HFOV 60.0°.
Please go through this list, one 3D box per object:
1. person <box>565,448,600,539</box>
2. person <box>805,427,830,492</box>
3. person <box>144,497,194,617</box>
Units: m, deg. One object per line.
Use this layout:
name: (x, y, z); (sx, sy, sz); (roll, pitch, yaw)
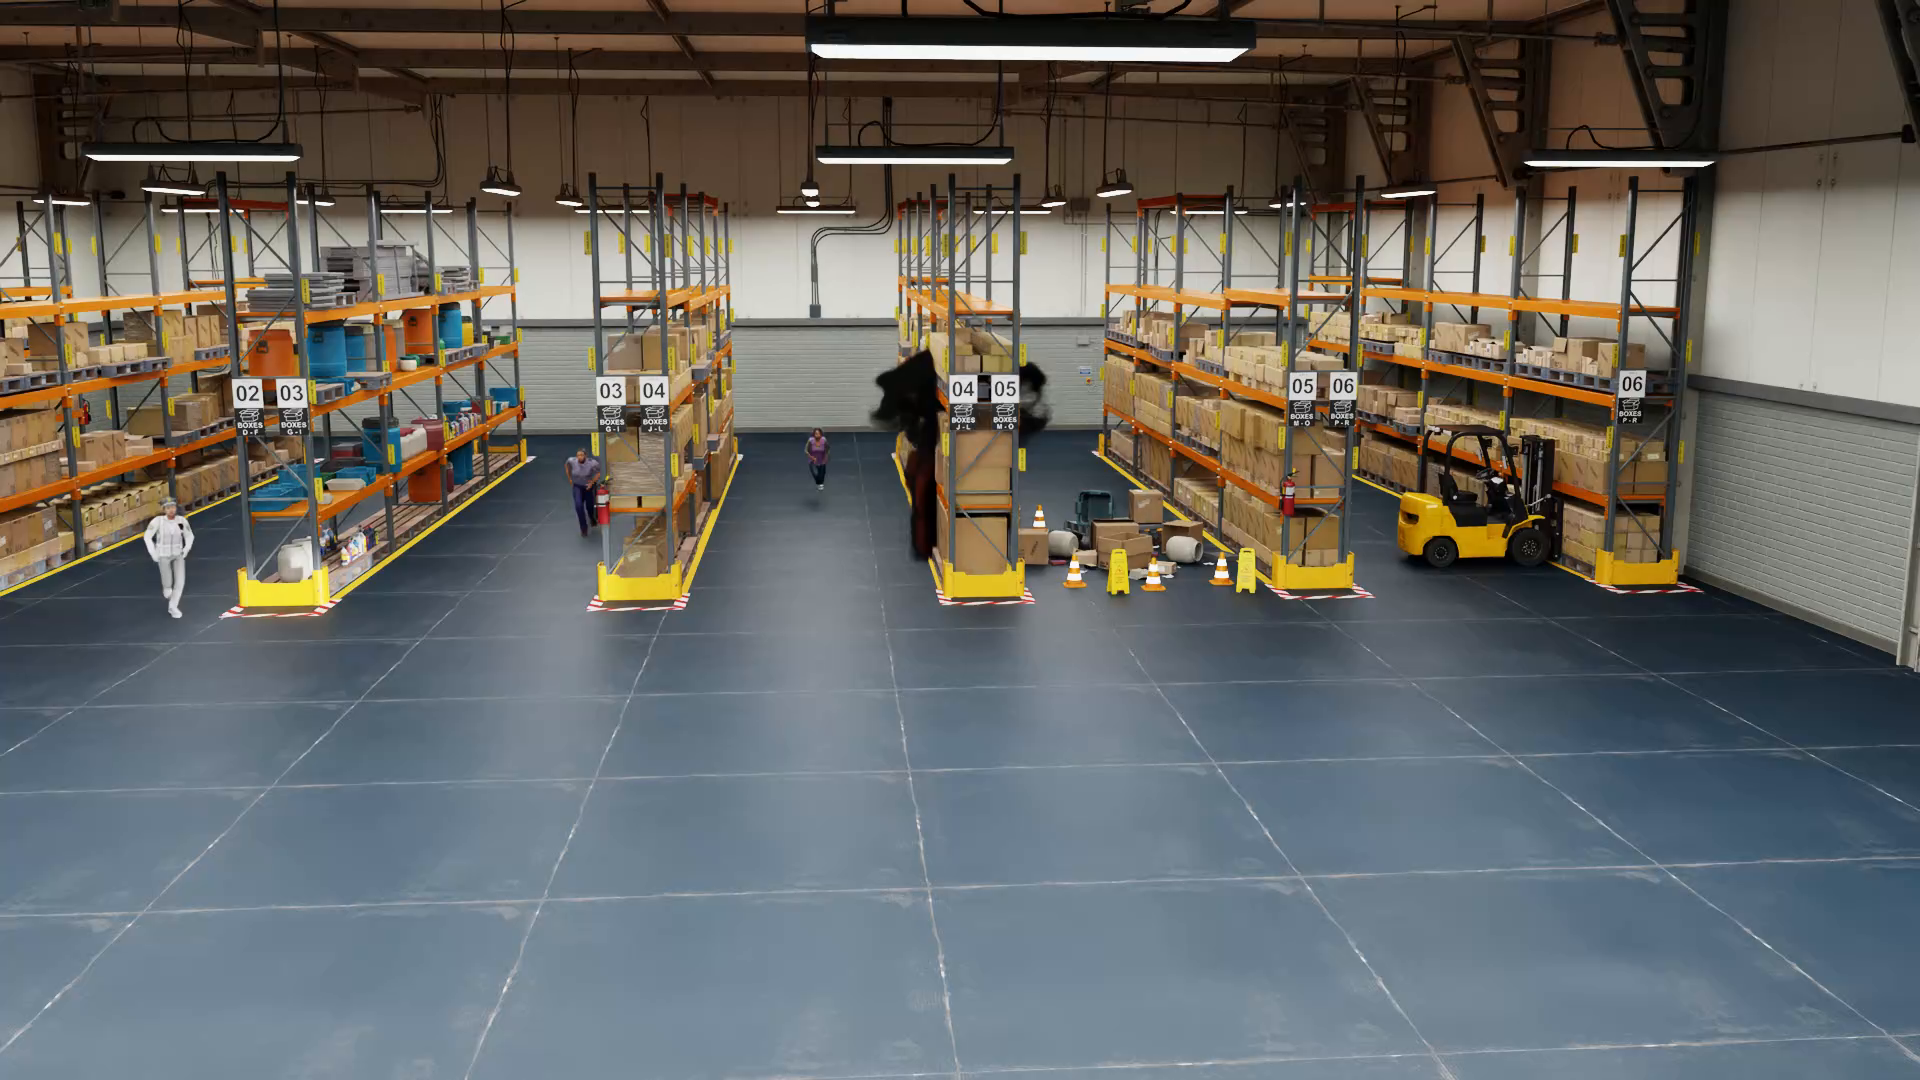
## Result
person: (-6.583, -0.855, 29.219); (0.641, 1.598, 0.962); (0, 10, -1)
person: (-2.807, -1.572, 32.746); (0.504, 1.341, 0.695); (-1, 10, -7)
person: (-10.839, 0.211, 22.833); (0.628, 1.642, 0.611); (-7, 12, -34)
